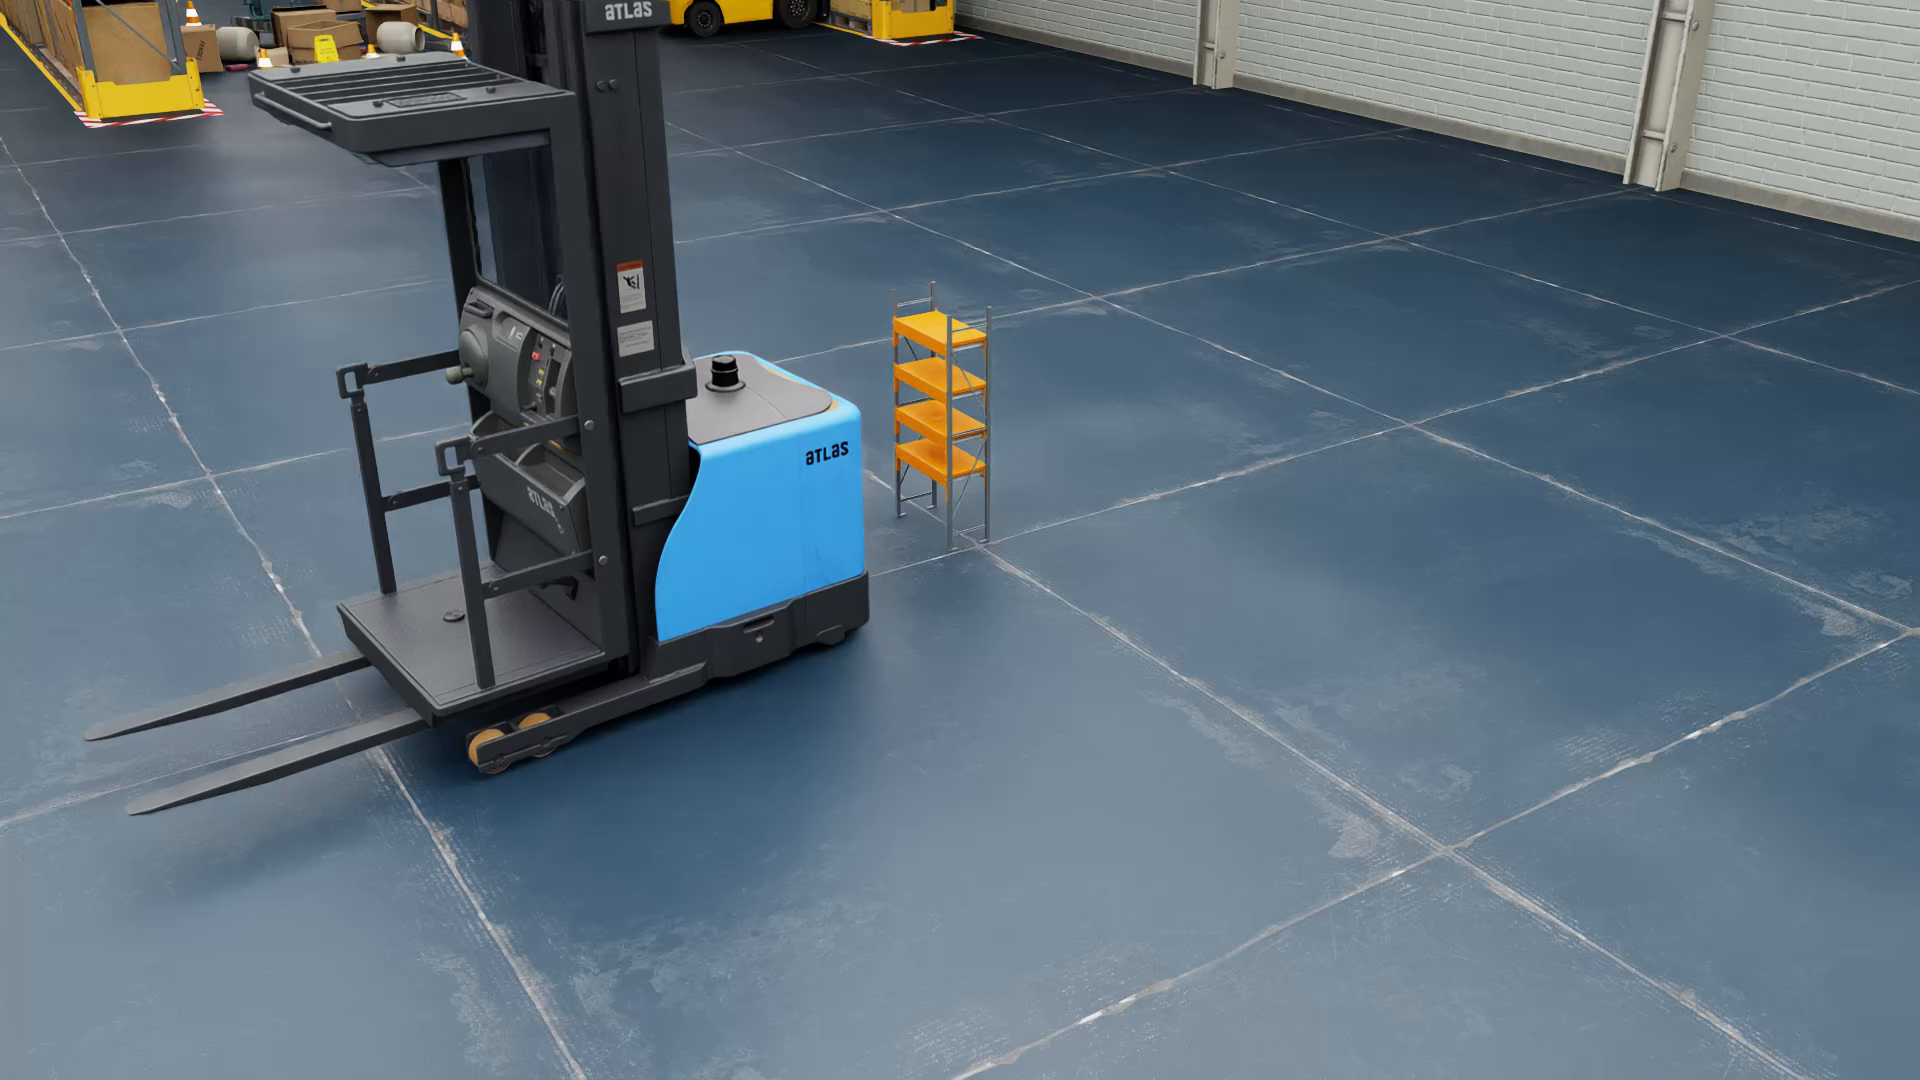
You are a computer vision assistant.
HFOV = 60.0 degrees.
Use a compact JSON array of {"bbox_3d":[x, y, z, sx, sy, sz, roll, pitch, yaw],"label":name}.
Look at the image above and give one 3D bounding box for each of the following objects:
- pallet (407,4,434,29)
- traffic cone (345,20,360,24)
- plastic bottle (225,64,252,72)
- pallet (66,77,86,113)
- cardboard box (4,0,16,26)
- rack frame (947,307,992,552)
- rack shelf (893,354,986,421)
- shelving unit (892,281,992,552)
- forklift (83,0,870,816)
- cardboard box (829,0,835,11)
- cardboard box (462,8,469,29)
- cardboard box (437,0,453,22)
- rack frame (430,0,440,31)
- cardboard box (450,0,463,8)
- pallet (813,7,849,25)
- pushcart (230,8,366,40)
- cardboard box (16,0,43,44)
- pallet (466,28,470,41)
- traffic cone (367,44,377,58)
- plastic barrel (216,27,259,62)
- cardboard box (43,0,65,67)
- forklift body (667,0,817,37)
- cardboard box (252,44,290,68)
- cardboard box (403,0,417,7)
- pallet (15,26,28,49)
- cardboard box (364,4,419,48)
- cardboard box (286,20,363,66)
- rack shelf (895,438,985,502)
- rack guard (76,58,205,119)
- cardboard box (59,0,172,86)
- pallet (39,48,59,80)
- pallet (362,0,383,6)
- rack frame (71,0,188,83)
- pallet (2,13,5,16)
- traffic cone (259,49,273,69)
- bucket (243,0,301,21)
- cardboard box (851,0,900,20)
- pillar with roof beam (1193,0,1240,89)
[{"bbox_3d":[-7.428,-7.694,24.302,1.003,0.211,1.213,-16,29,-30],"label":"pallet"},{"bbox_3d":[-8.852,-7.647,23.907,0.336,0.463,0.334,-16,29,-30],"label":"traffic cone"},{"bbox_3d":[-8.919,-5.846,20.563,0.133,0.061,0.283,18,31,33],"label":"plastic bottle"},{"bbox_3d":[-9.413,-5.064,18.729,1.003,0.211,1.213,-16,29,-30],"label":"pallet"},{"bbox_3d":[-12.541,-7.540,22.852,1.050,0.750,0.750,-15,29,-29],"label":"cardboard box"},{"bbox_3d":[0.043,-0.515,7.934,0.240,1.200,0.015,-16,29,-30],"label":"rack frame"},{"bbox_3d":[-0.090,-0.743,8.053,0.258,0.148,0.480,-16,29,-30],"label":"rack shelf"},{"bbox_3d":[-0.090,-0.602,8.119,0.258,1.200,0.503,-16,29,-30],"label":"shelving unit"},{"bbox_3d":[-1.873,-0.687,6.272,3.031,2.935,1.130,-18,31,-34],"label":"forklift"},{"bbox_3d":[-1.712,-7.807,24.002,0.500,0.250,0.500,-15,29,-29],"label":"cardboard box"},{"bbox_3d":[-6.314,-6.972,22.235,0.500,0.250,0.500,-16,30,-30],"label":"cardboard box"},{"bbox_3d":[-6.906,-7.350,23.034,0.500,0.250,0.500,-17,30,-32],"label":"cardboard box"},{"bbox_3d":[-7.002,-8.677,23.117,1.000,3.000,0.127,-16,29,-30],"label":"rack frame"},{"bbox_3d":[-6.604,-7.500,22.474,0.500,0.500,0.500,-14,29,-28],"label":"cardboard box"},{"bbox_3d":[-1.776,-7.843,24.617,1.003,0.211,1.213,-16,29,-30],"label":"pallet"},{"bbox_3d":[-8.885,-6.942,22.514,0.936,0.377,1.648,18,31,33],"label":"pushcart"},{"bbox_3d":[-11.509,-6.861,21.414,1.050,0.750,0.750,-16,29,-30],"label":"cardboard box"},{"bbox_3d":[-5.936,-6.747,22.296,1.003,0.211,1.213,-16,29,-30],"label":"pallet"},{"bbox_3d":[-6.879,-5.572,19.512,0.336,0.463,0.334,-16,29,-30],"label":"traffic cone"},{"bbox_3d":[-9.190,-6.274,21.045,0.512,0.421,0.421,3,25,6],"label":"plastic barrel"},{"bbox_3d":[-10.314,-6.154,19.769,0.875,0.875,0.875,-15,29,-29],"label":"cardboard box"},{"bbox_3d":[-3.226,-8.274,23.257,2.313,2.155,1.214,-16,29,-30],"label":"forklift body"},{"bbox_3d":[-8.613,-6.066,20.788,0.396,0.266,0.258,-10,27,-21],"label":"cardboard box"},{"bbox_3d":[-7.686,-8.122,24.528,0.950,0.372,0.625,-14,28,-26],"label":"cardboard box"},{"bbox_3d":[-12.249,-6.922,22.665,1.003,0.211,1.213,-16,29,-30],"label":"pallet"},{"bbox_3d":[-7.557,-6.848,22.167,0.500,0.500,0.500,3,25,6],"label":"cardboard box"},{"bbox_3d":[-7.899,-6.156,20.701,0.637,0.503,0.797,7,26,15],"label":"cardboard box"},{"bbox_3d":[-0.090,-0.361,8.233,0.258,0.148,0.480,-16,29,-30],"label":"rack shelf"},{"bbox_3d":[-8.898,-4.918,18.082,1.175,0.500,0.348,-16,29,-30],"label":"rack guard"},{"bbox_3d":[-9.336,-5.513,18.412,0.875,0.875,0.875,-15,29,-29],"label":"cardboard box"},{"bbox_3d":[-10.745,-5.936,20.578,1.003,0.211,1.213,-16,29,-30],"label":"pallet"},{"bbox_3d":[-8.760,-8.567,26.150,1.003,0.211,1.213,-16,29,-30],"label":"pallet"},{"bbox_3d":[-8.911,-6.057,17.566,1.000,3.000,0.127,-16,29,-30],"label":"rack frame"},{"bbox_3d":[-13.703,-7.937,24.816,1.003,0.211,1.213,-16,29,-30],"label":"pallet"},{"bbox_3d":[-8.011,-5.430,19.211,0.336,0.463,0.334,-16,29,-30],"label":"traffic cone"},{"bbox_3d":[-9.088,-7.183,22.006,0.726,0.611,0.620,-6,16,-12],"label":"bucket"},{"bbox_3d":[-1.183,-7.446,23.237,0.500,0.250,0.500,-15,29,-29],"label":"cardboard box"},{"bbox_3d":[-0.618,-8.427,15.560,9.100,9.000,0.400,-16,29,-30],"label":"pillar with roof beam"}]
